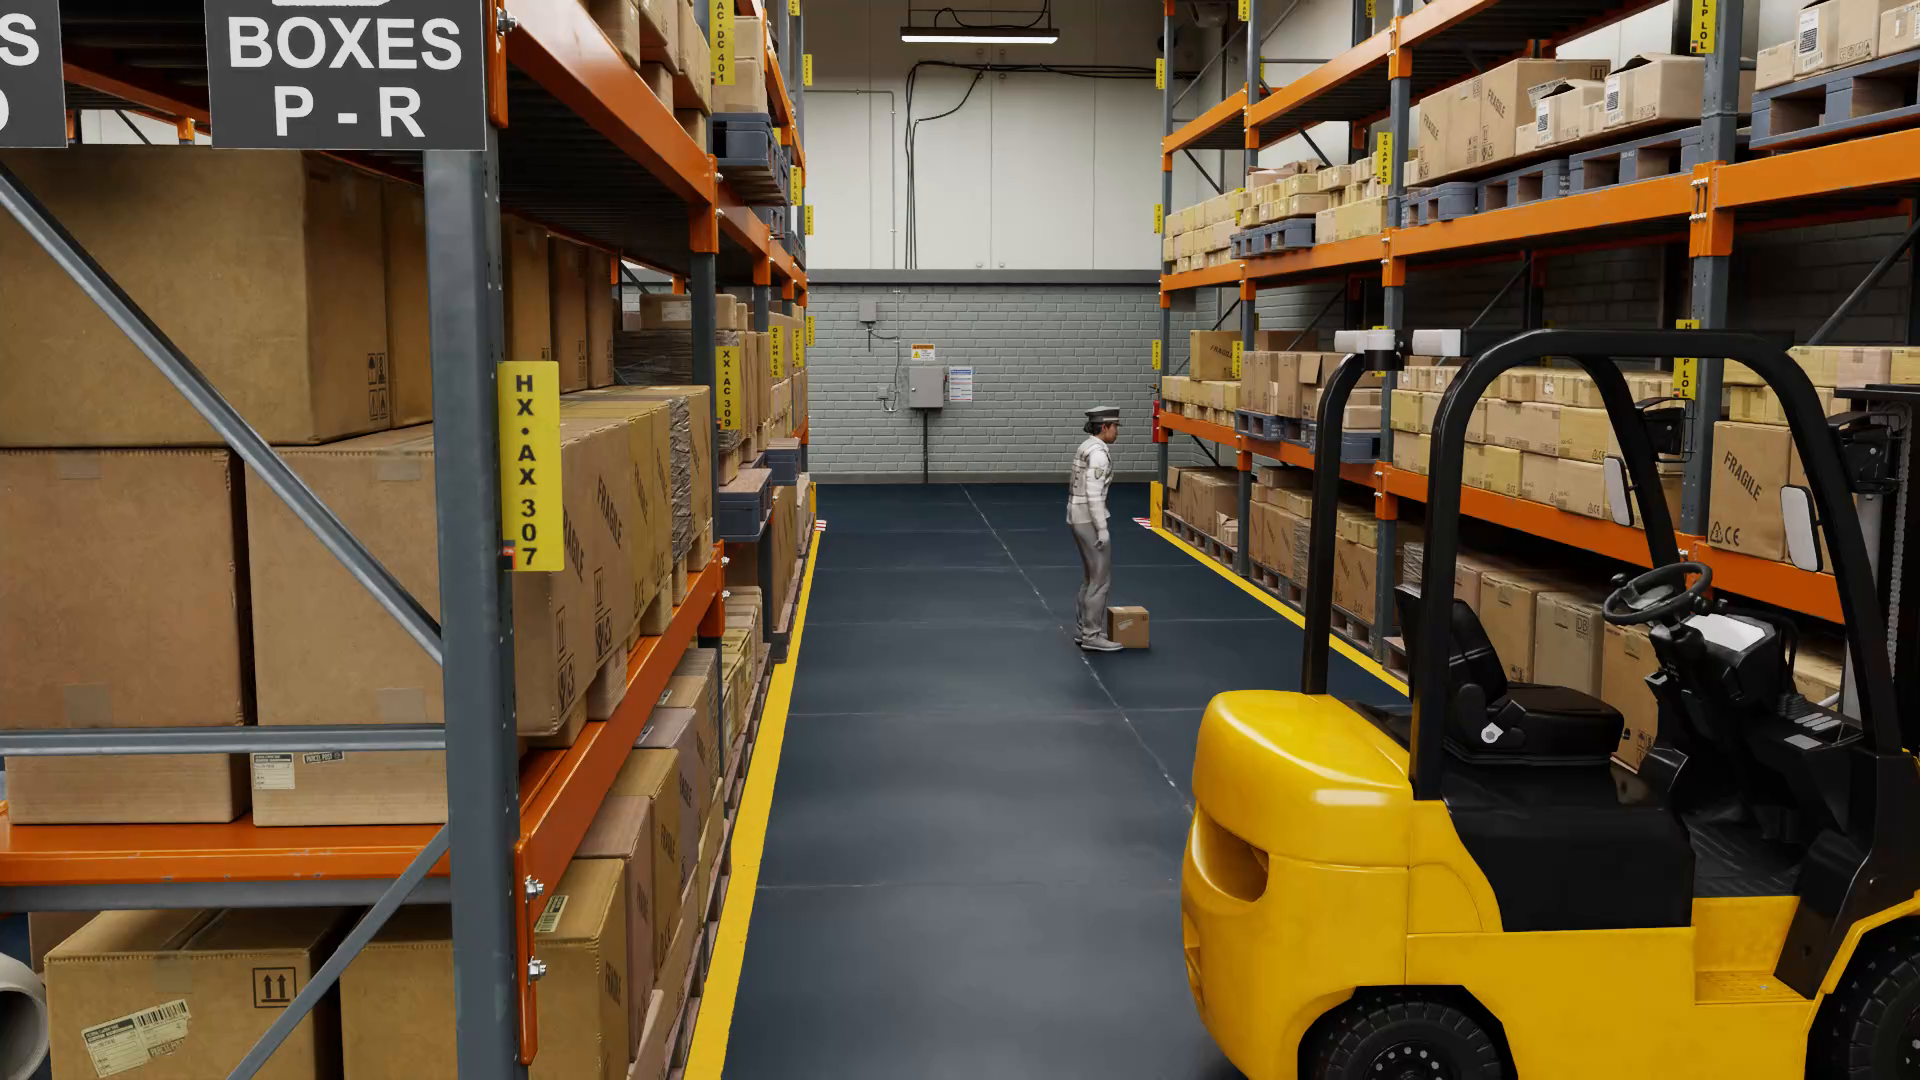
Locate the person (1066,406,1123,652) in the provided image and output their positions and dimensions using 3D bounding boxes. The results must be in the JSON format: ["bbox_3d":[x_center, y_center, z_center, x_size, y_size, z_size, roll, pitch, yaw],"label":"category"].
[{"bbox_3d":[0.927,-0.089,11.468,0.375,1.663,0.526,-1,7,-4],"label":"person"}]
